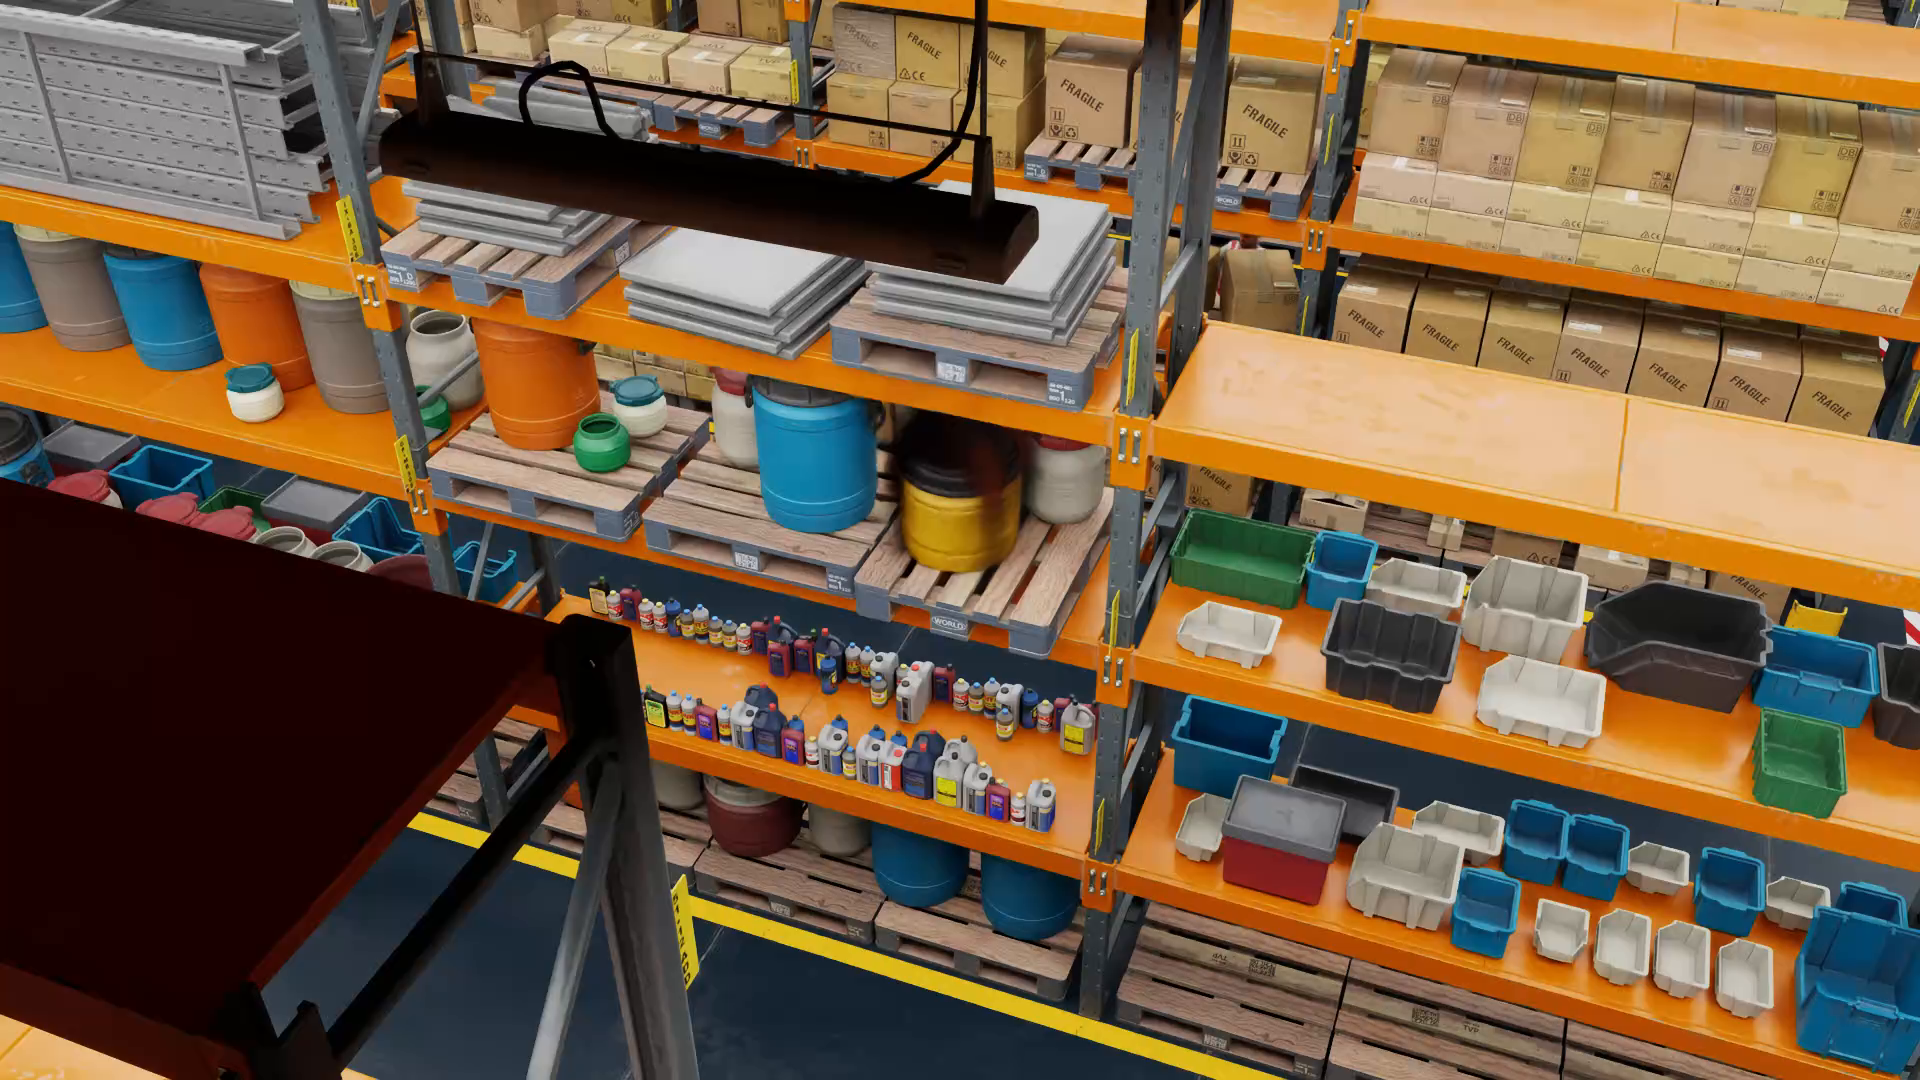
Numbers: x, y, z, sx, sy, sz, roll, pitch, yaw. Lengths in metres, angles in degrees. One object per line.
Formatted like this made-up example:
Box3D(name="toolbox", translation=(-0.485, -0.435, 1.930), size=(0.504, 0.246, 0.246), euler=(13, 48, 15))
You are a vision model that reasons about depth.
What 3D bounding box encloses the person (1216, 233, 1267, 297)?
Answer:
Box3D(name="person", translation=(2.411, -1.997, 14.577), size=(0.625, 1.782, 0.483), euler=(5, 37, 6))
